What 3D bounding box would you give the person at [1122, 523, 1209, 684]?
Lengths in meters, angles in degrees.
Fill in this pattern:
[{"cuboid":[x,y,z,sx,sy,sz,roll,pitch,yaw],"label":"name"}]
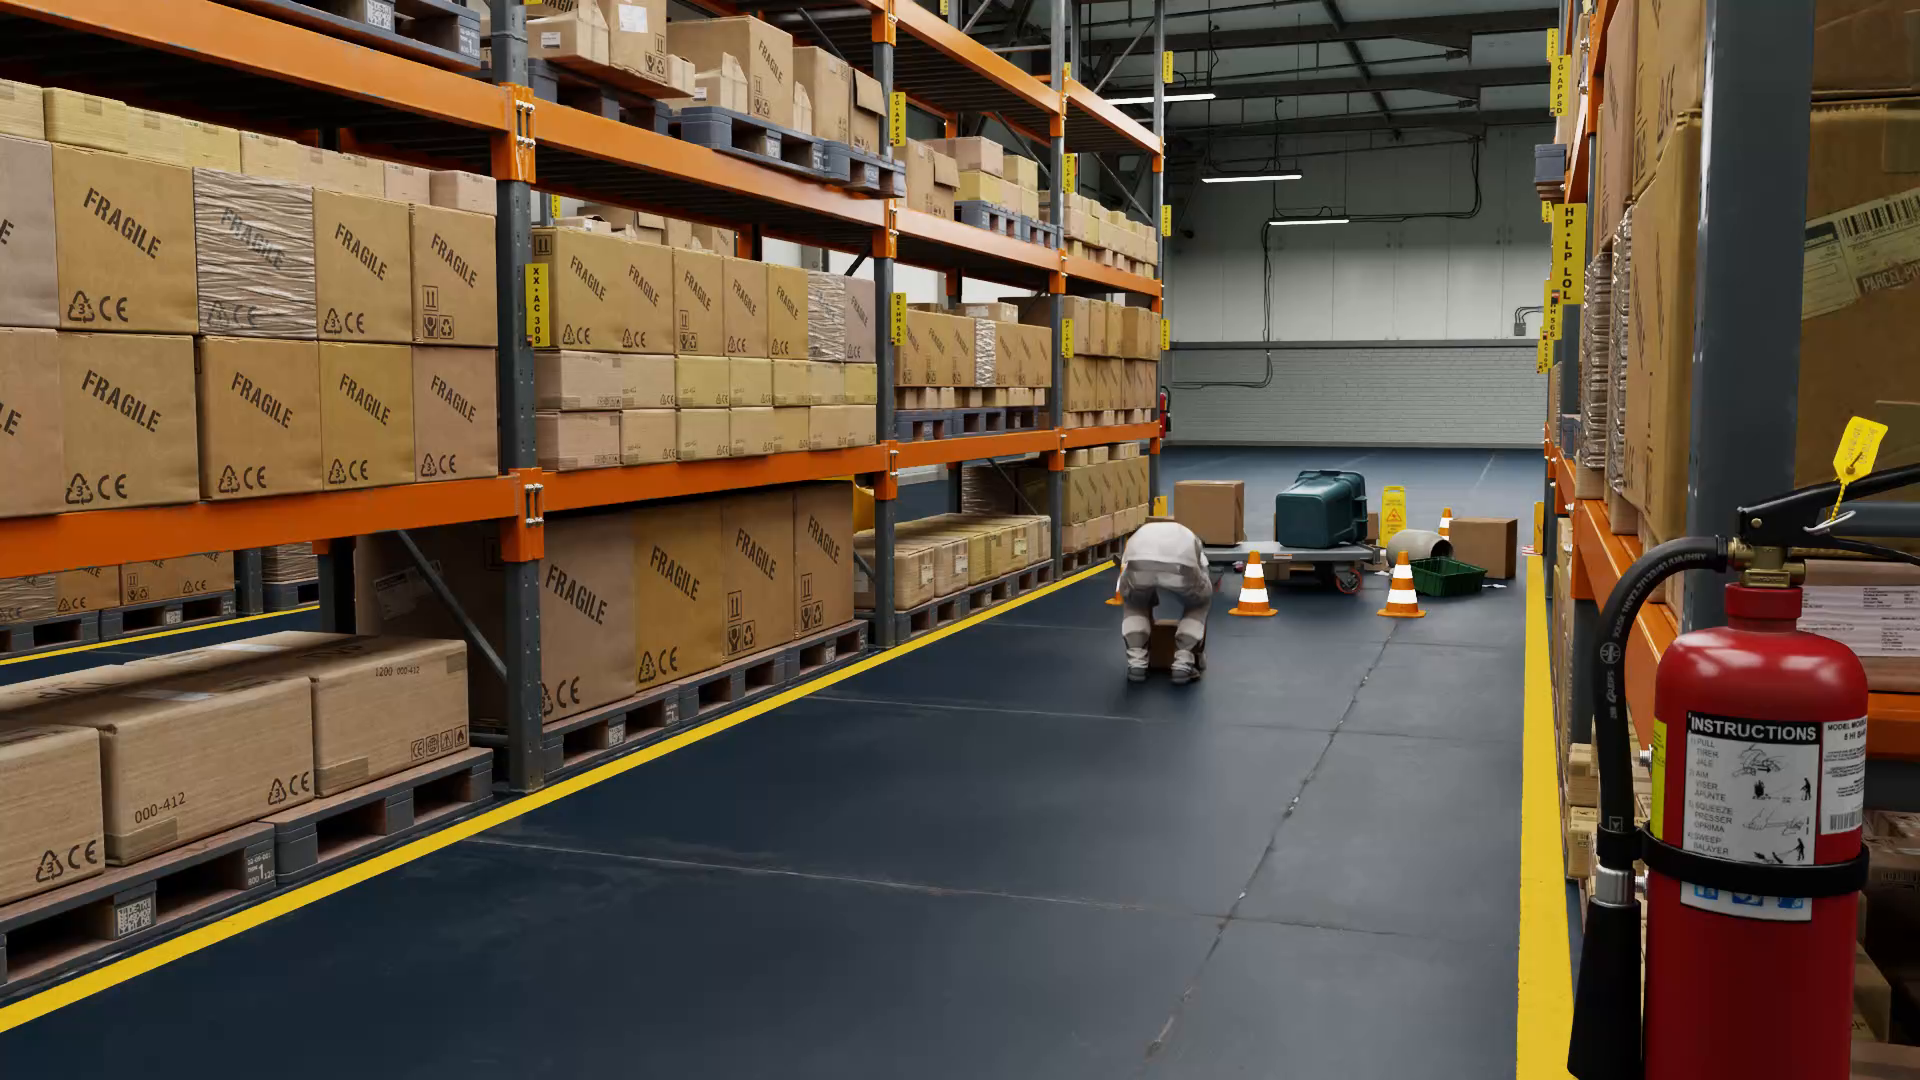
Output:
[{"cuboid":[15.625,0.003,13.321,26.103,0.914,16.224,1,5,16],"label":"person"}]
